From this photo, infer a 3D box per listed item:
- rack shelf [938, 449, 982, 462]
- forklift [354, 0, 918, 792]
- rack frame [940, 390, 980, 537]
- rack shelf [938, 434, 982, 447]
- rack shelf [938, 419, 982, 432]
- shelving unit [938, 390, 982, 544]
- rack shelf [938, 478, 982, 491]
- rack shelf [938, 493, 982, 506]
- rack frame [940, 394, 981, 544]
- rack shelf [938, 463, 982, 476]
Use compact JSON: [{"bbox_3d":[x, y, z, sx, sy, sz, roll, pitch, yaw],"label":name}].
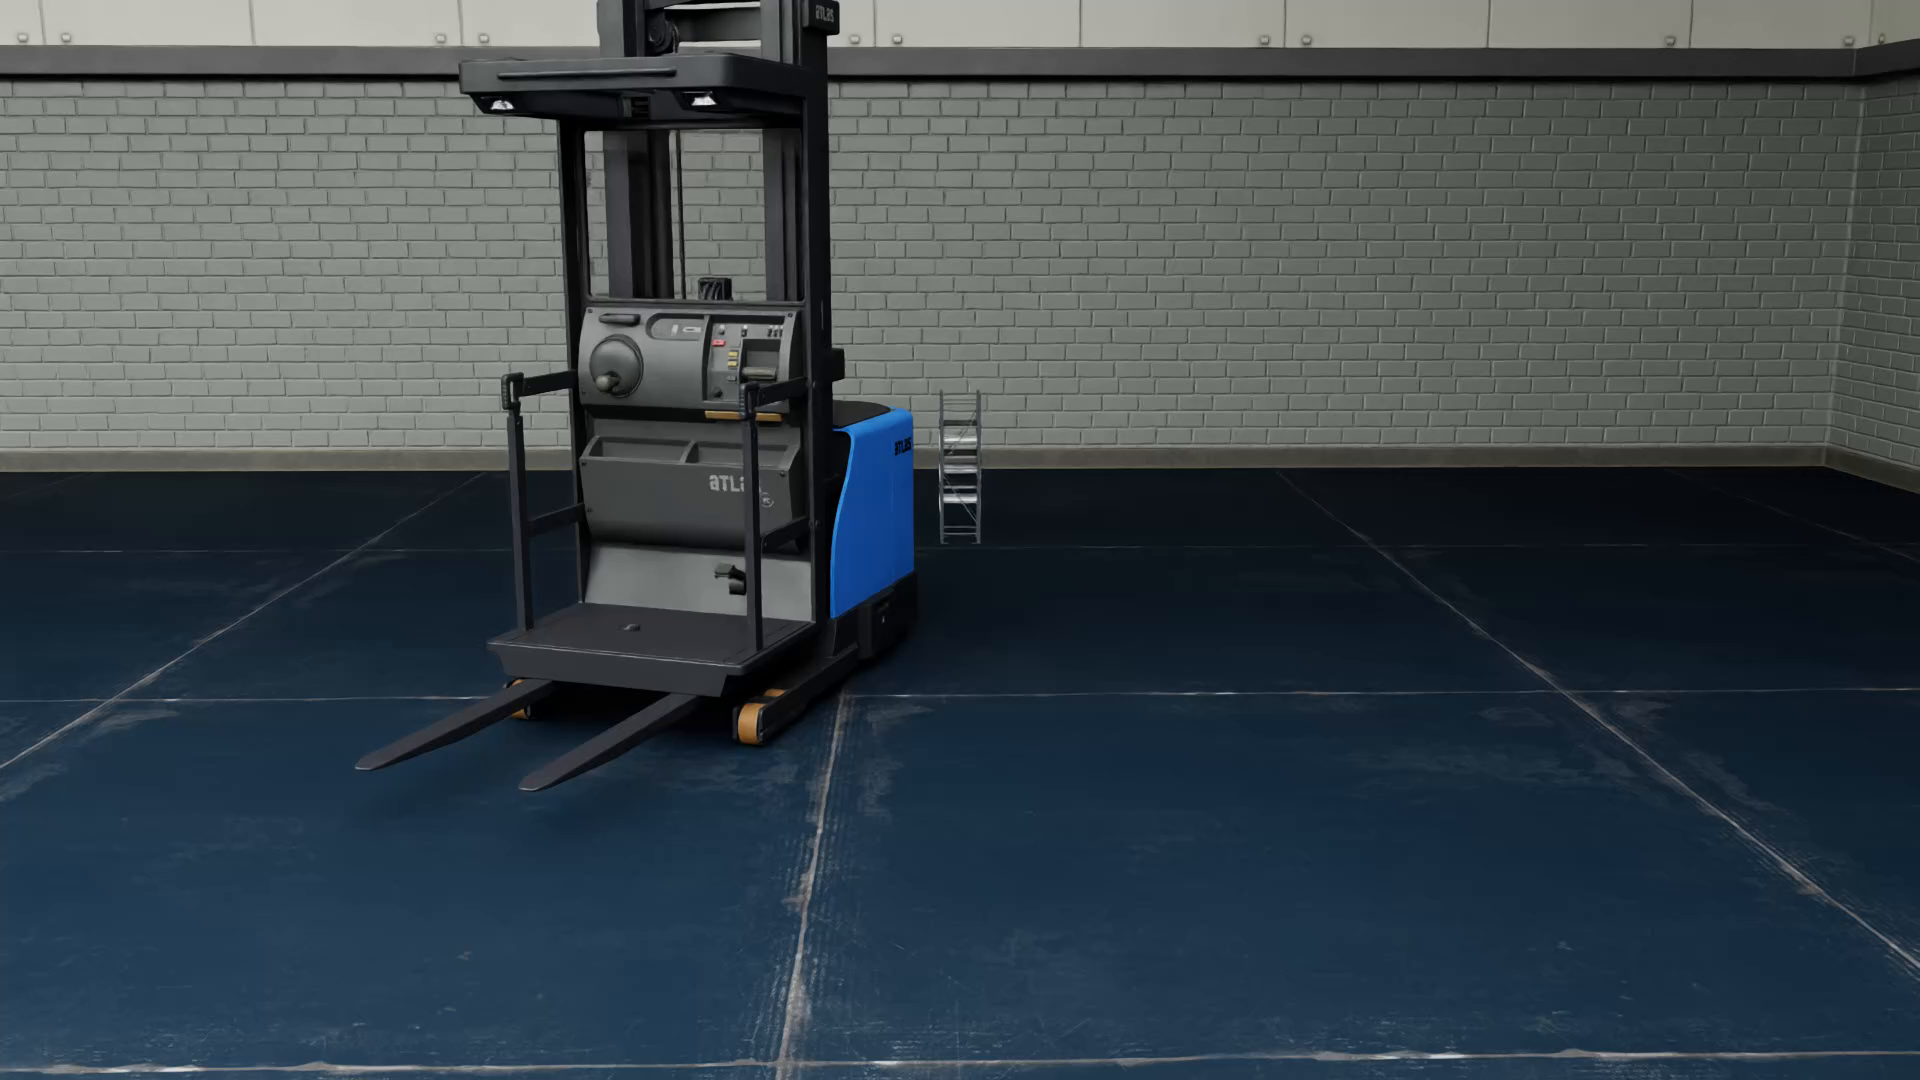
[{"bbox_3d":[0.000,-0.495,9.950,0.258,0.077,0.200,0,11,-1],"label":"rack shelf"},{"bbox_3d":[-1.150,-0.752,6.393,1.130,2.935,3.031,4,12,18],"label":"forklift"},{"bbox_3d":[-0.002,-0.460,10.061,0.240,0.900,0.006,0,11,-1],"label":"rack frame"},{"bbox_3d":[0.000,-0.583,9.933,0.258,0.077,0.200,0,11,-1],"label":"rack shelf"},{"bbox_3d":[0.000,-0.671,9.915,0.258,0.077,0.200,0,11,-1],"label":"rack shelf"},{"bbox_3d":[0.000,-0.439,9.962,0.258,0.900,0.210,0,11,-1],"label":"shelving unit"},{"bbox_3d":[0.000,-0.319,9.986,0.258,0.077,0.200,0,11,-1],"label":"rack shelf"},{"bbox_3d":[0.000,-0.230,10.004,0.258,0.077,0.200,0,11,-1],"label":"rack shelf"},{"bbox_3d":[0.002,-0.419,9.862,0.240,0.900,0.006,0,11,-1],"label":"rack frame"},{"bbox_3d":[0.000,-0.407,9.968,0.258,0.077,0.200,0,11,-1],"label":"rack shelf"}]
